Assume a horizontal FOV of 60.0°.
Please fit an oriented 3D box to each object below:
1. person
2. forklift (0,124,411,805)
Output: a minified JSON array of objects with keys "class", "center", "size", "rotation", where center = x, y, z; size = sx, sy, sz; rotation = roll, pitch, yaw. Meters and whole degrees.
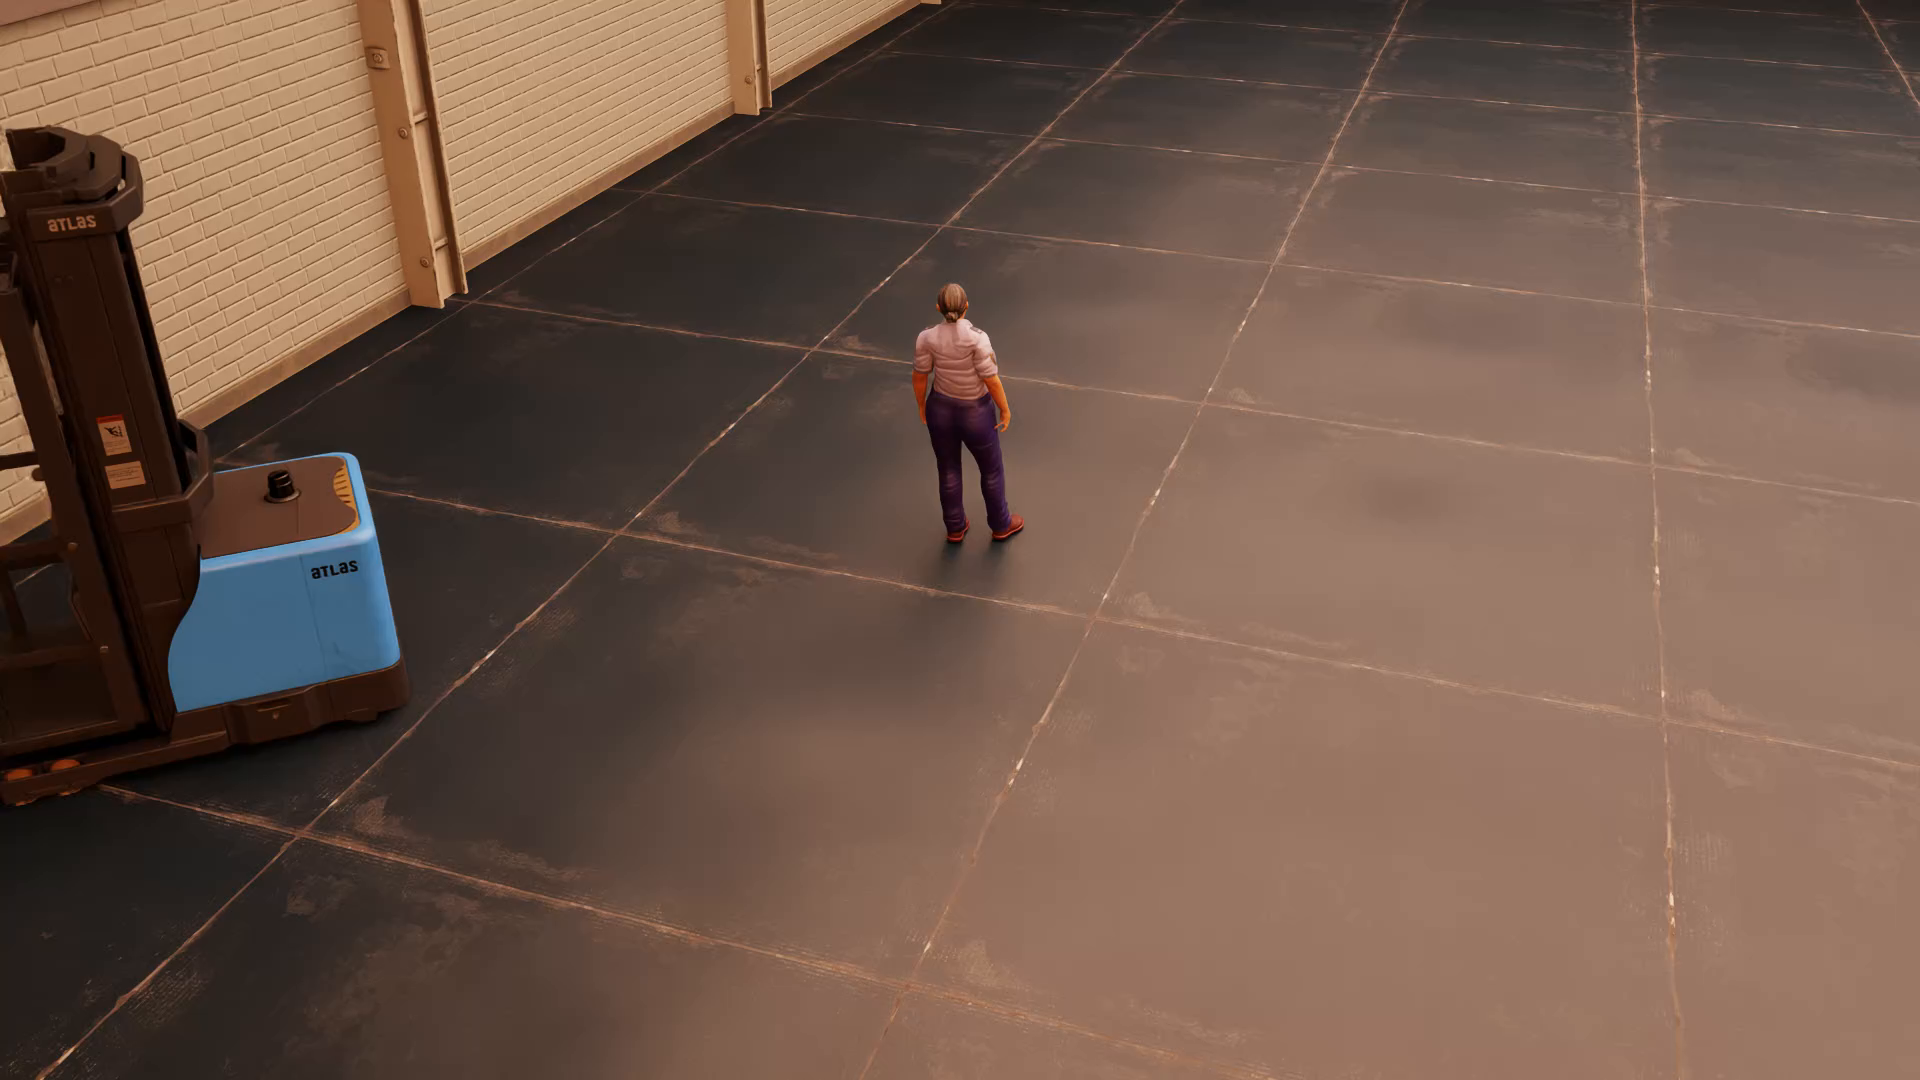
[{"class":"person","center":[0.051,-0.761,9.751],"size":[0.598,1.651,0.503],"rotation":[10,31,16]},{"class":"forklift","center":[-4.386,-0.315,7.689],"size":[3.031,2.935,1.130],"rotation":[-12,32,-20]}]
